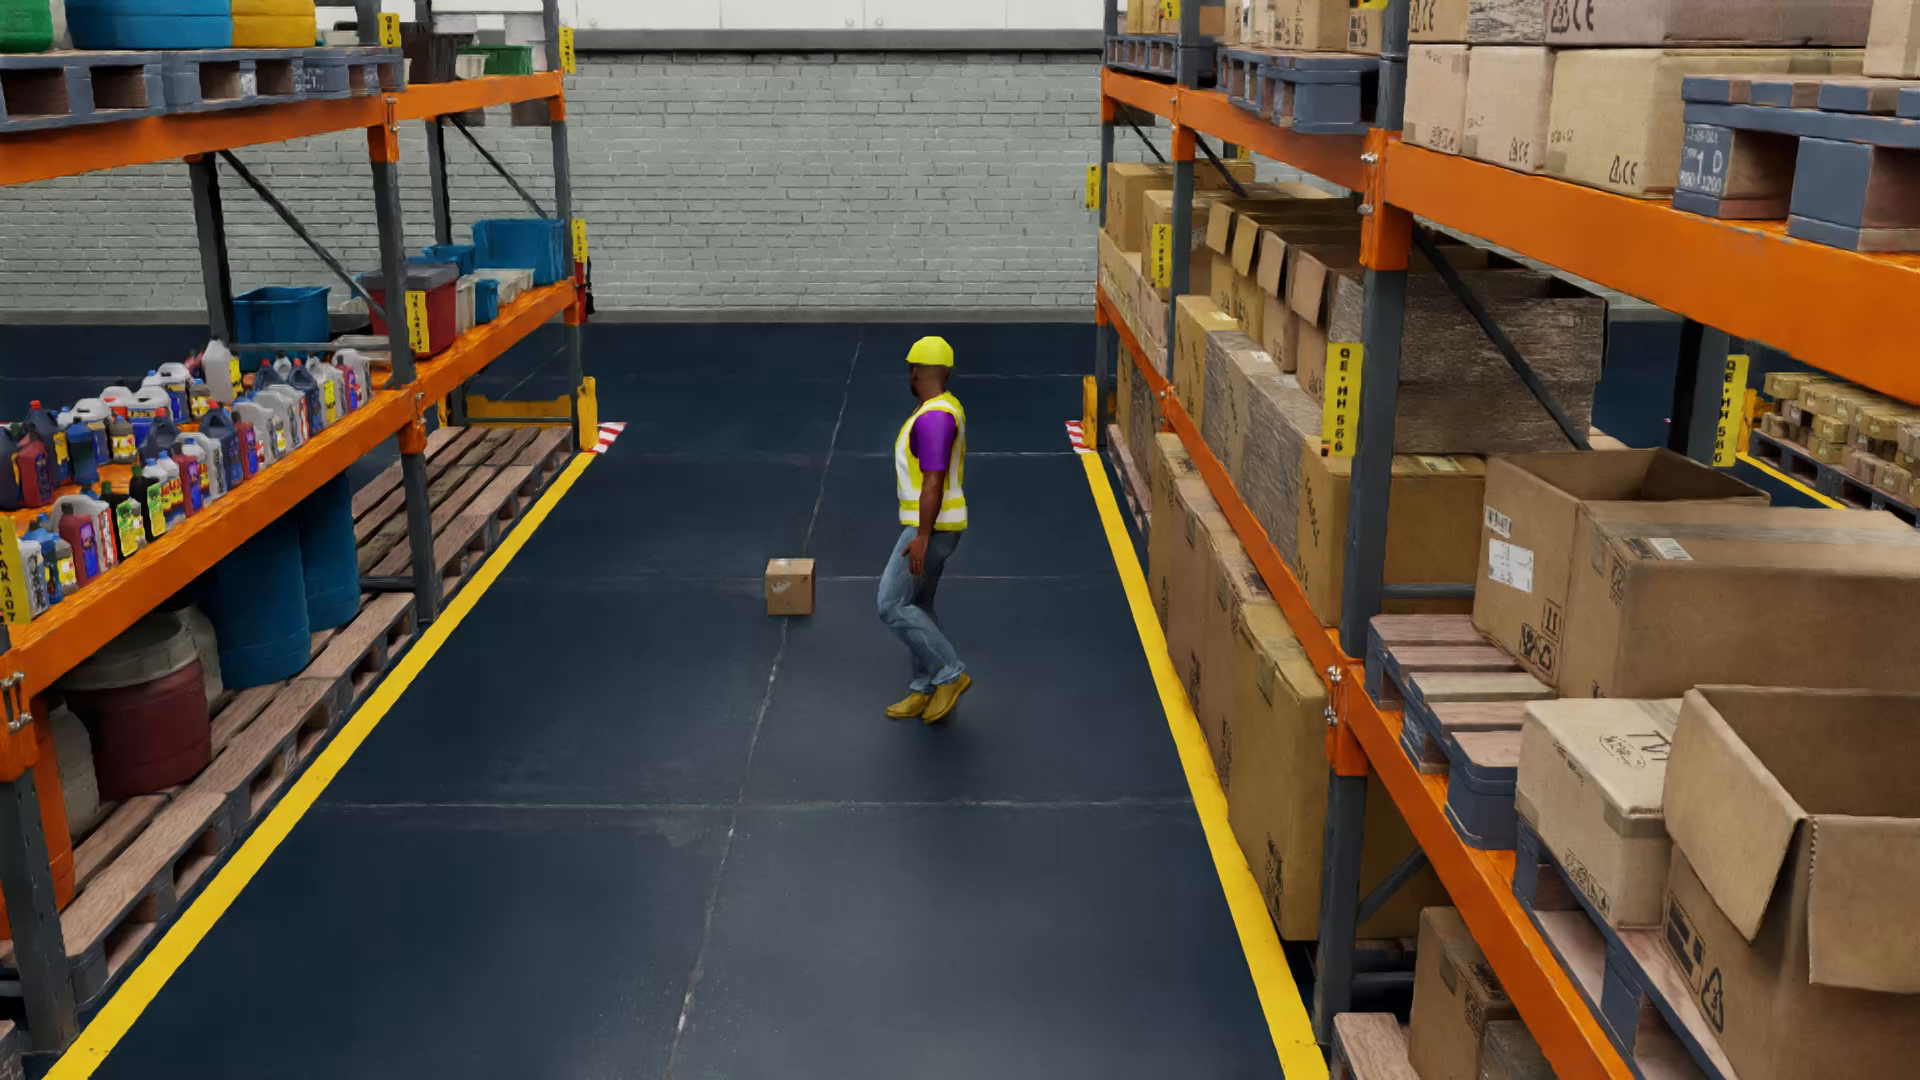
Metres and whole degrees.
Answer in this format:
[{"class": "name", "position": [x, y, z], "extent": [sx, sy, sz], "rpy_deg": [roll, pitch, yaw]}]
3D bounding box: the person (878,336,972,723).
[{"class": "person", "position": [-0.173, -0.053, 7.699], "extent": [0.432, 1.753, 0.701], "rpy_deg": [-1, 17, -4]}]
